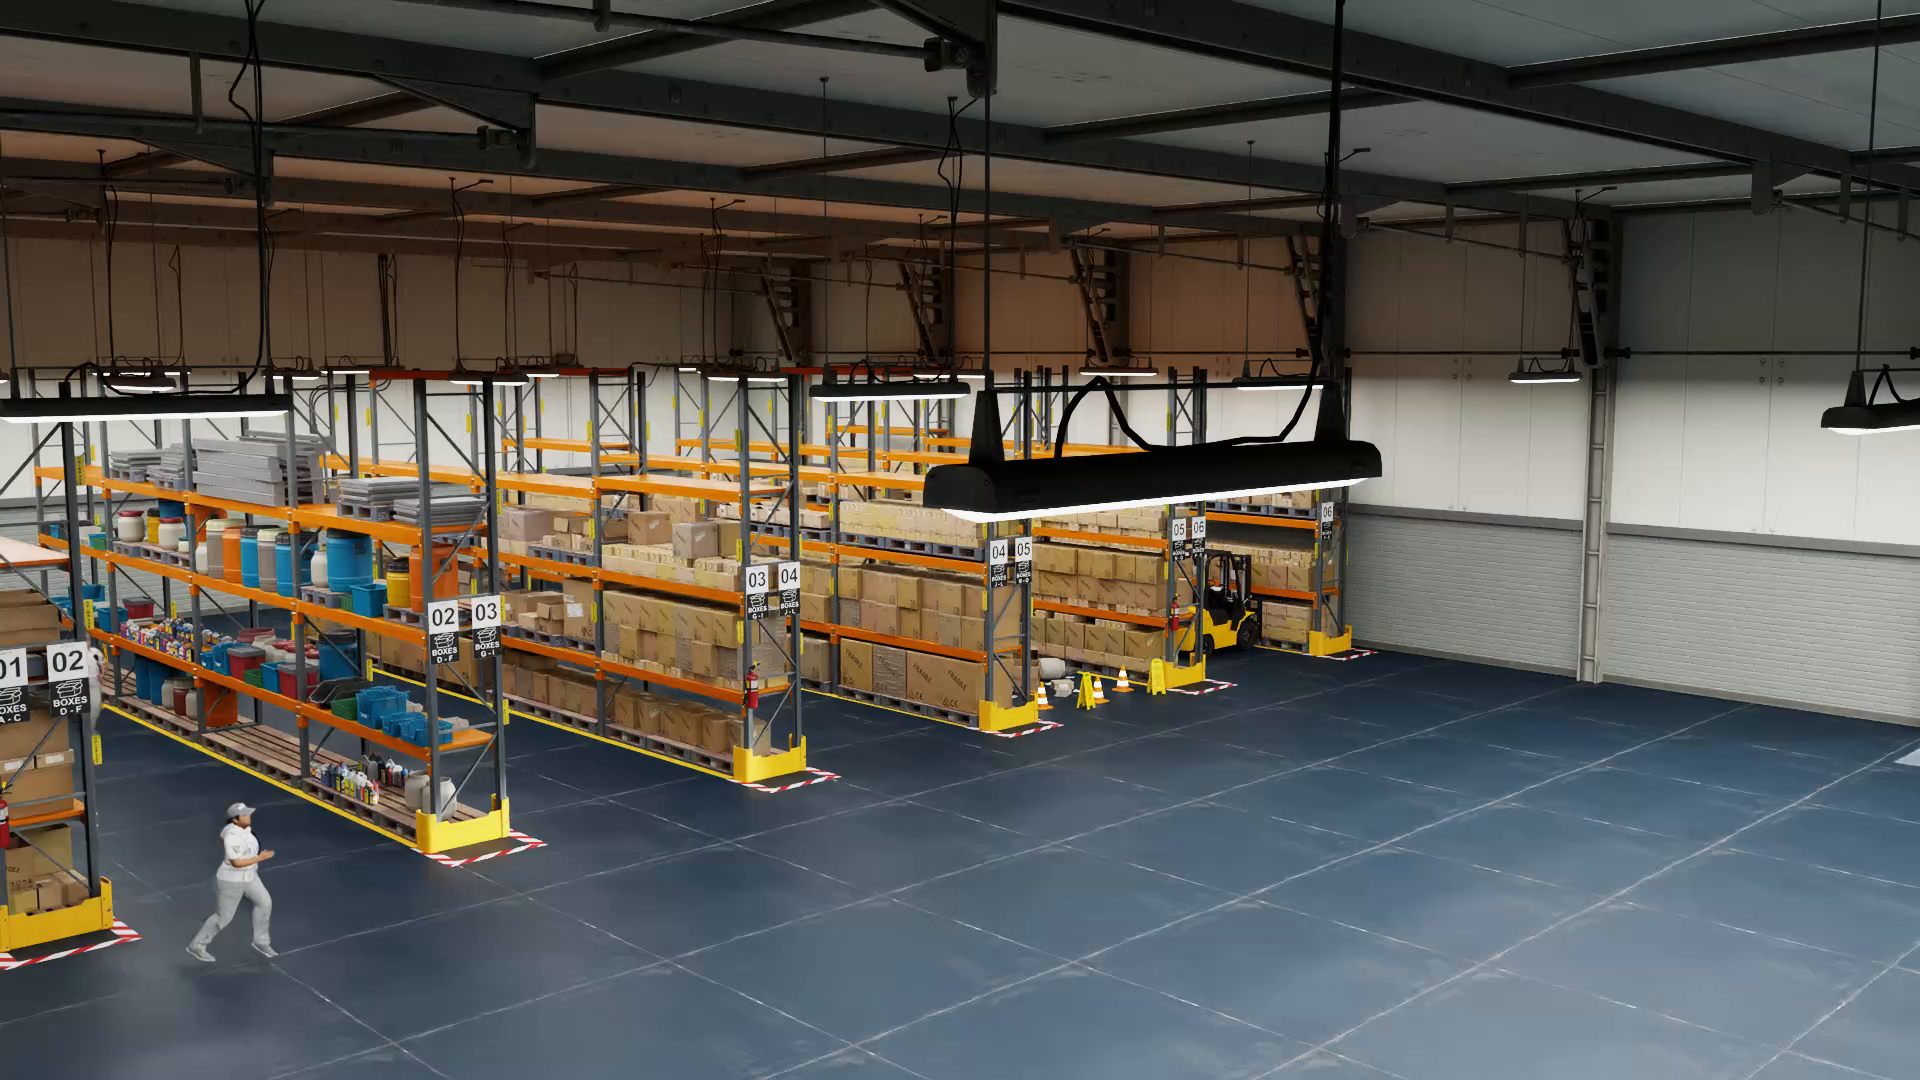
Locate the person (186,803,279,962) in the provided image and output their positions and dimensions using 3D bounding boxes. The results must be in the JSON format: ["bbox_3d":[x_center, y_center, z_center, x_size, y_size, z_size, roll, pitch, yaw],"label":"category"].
[{"bbox_3d":[-7.560,3.570,17.283,0.882,1.716,0.611,-1,7,-8],"label":"person"}]

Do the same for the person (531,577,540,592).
[{"bbox_3d":[-10.560,0.906,41.135,0.641,1.637,0.654,-1,7,-10],"label":"person"}]

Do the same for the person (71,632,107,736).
[{"bbox_3d":[-14.490,2.368,27.581,0.667,1.727,0.633,-5,8,-39],"label":"person"}]
